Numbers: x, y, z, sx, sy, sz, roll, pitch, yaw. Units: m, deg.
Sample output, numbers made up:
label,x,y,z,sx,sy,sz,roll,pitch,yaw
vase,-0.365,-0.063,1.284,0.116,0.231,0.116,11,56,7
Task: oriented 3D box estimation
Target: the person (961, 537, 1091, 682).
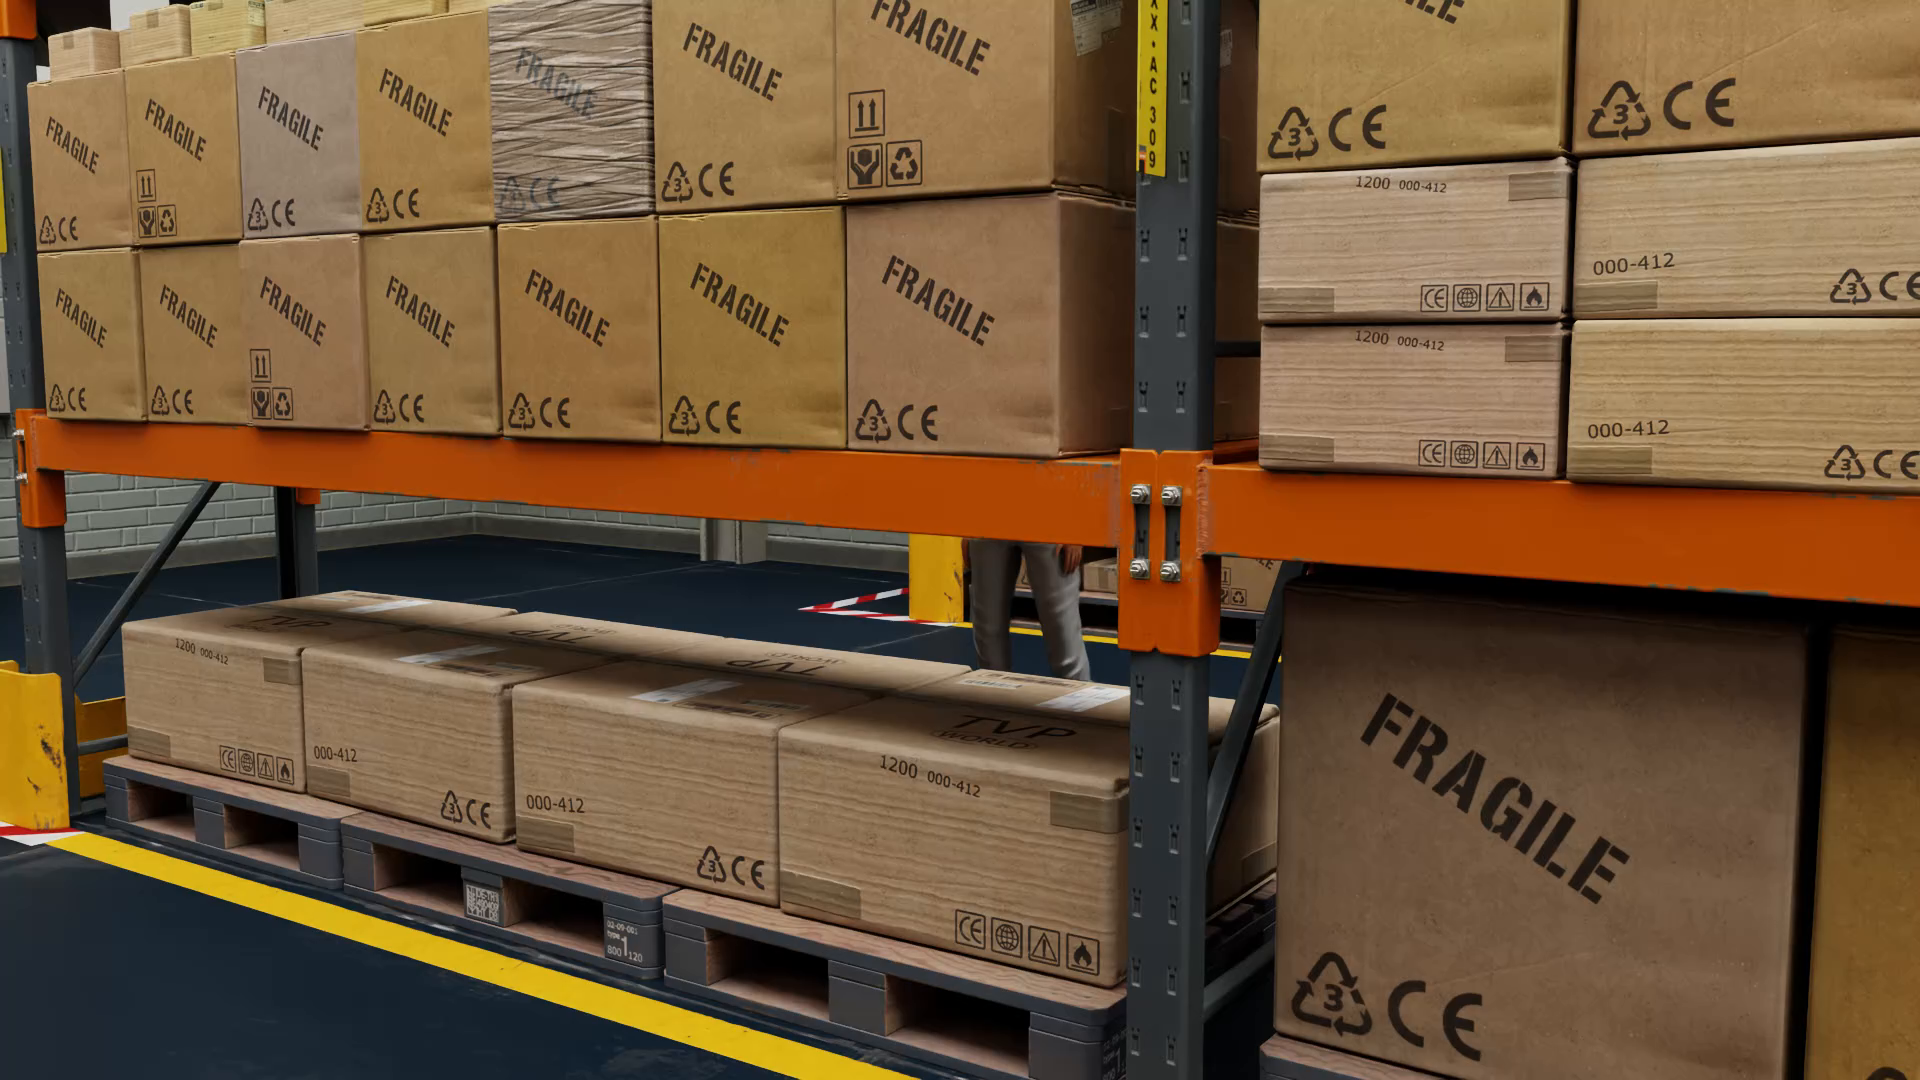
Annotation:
label,x,y,z,sx,sy,sz,roll,pitch,yaw
person,0.246,-0.030,6.156,0.538,1.676,0.386,3,7,23
